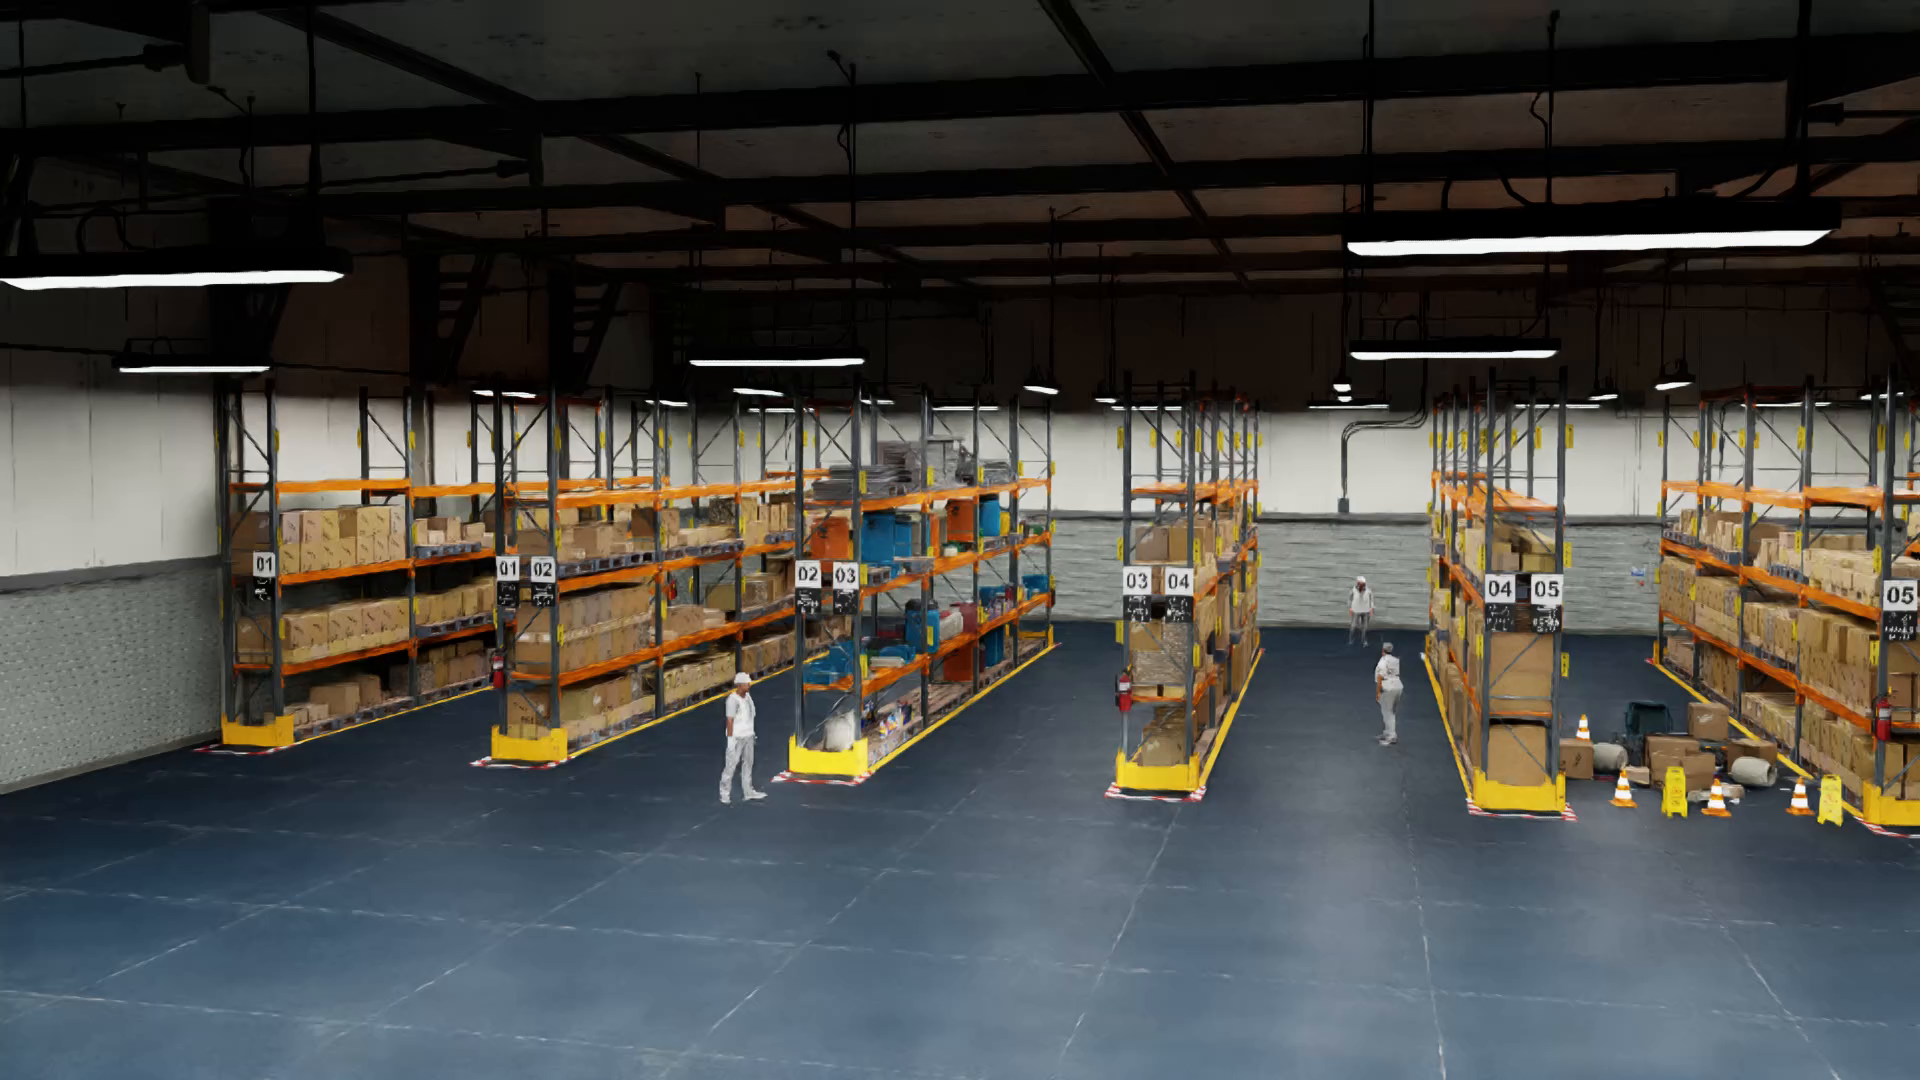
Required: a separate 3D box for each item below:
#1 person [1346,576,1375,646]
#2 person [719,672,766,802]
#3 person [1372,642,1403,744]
[{"bbox_3d":[9.743,1.721,40.449,0.677,1.726,0.574,1,3,11],"label":"person"},{"bbox_3d":[-3.041,2.723,23.041,0.509,1.785,0.661,1,4,23],"label":"person"},{"bbox_3d":[7.052,2.511,27.502,0.599,1.659,0.556,-3,5,-44],"label":"person"}]
